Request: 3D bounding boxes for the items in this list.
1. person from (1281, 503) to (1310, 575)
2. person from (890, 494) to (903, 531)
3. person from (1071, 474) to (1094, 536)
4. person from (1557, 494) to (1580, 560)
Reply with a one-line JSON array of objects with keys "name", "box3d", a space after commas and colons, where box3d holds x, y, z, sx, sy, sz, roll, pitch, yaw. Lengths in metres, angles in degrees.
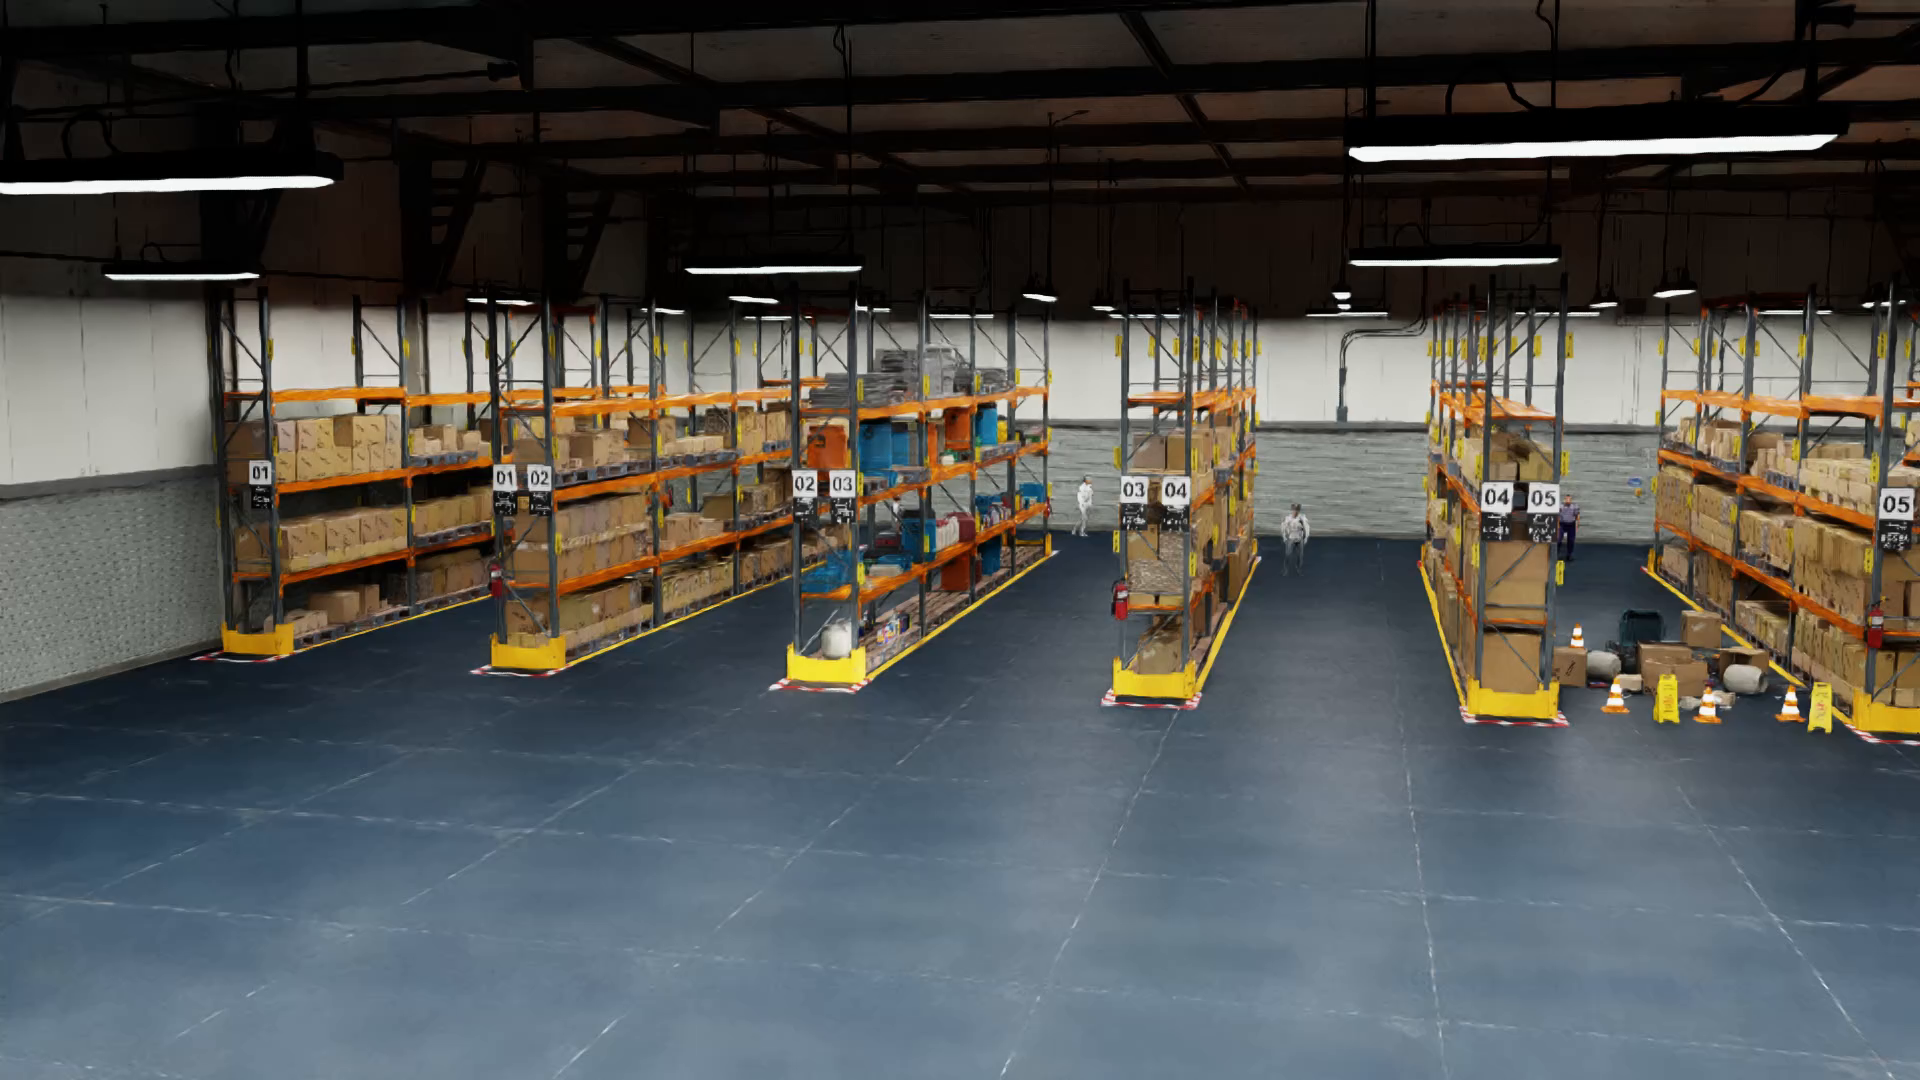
[{"name": "person", "box3d": [7.427, -0.030, 36.870, 0.639, 1.628, 0.512, 1, 7, 11]}, {"name": "person", "box3d": [-1.504, -0.356, 39.605, 0.344, 1.602, 0.515, 0, 7, 3]}, {"name": "person", "box3d": [3.270, -0.924, 44.341, 0.454, 1.659, 0.641, 6, 9, 44]}, {"name": "person", "box3d": [14.389, -0.316, 39.504, 0.625, 1.596, 0.517, 1, 7, 11]}]
